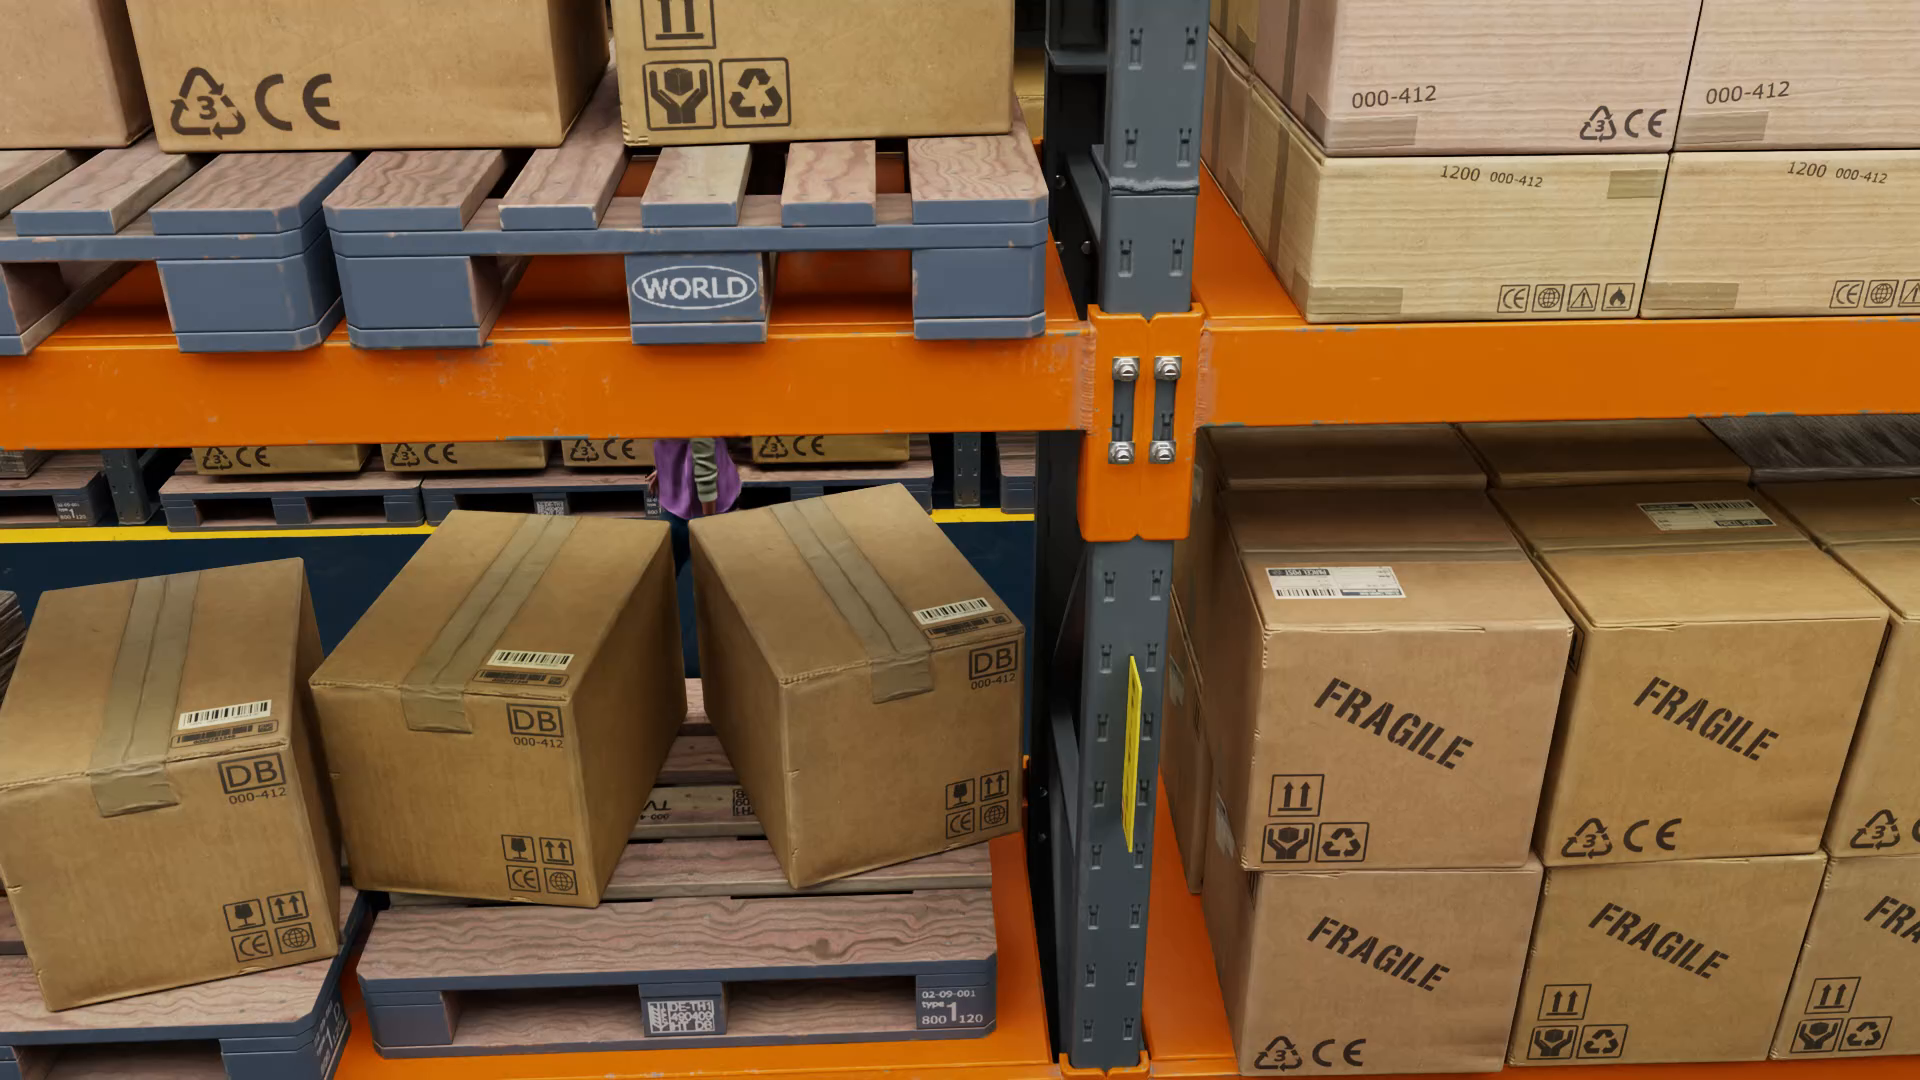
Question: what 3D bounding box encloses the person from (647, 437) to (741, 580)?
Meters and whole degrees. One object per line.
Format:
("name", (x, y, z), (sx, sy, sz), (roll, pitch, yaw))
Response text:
("person", (-1.098, -0.165, 6.418), (0.826, 1.554, 0.422), (5, 28, 10))
